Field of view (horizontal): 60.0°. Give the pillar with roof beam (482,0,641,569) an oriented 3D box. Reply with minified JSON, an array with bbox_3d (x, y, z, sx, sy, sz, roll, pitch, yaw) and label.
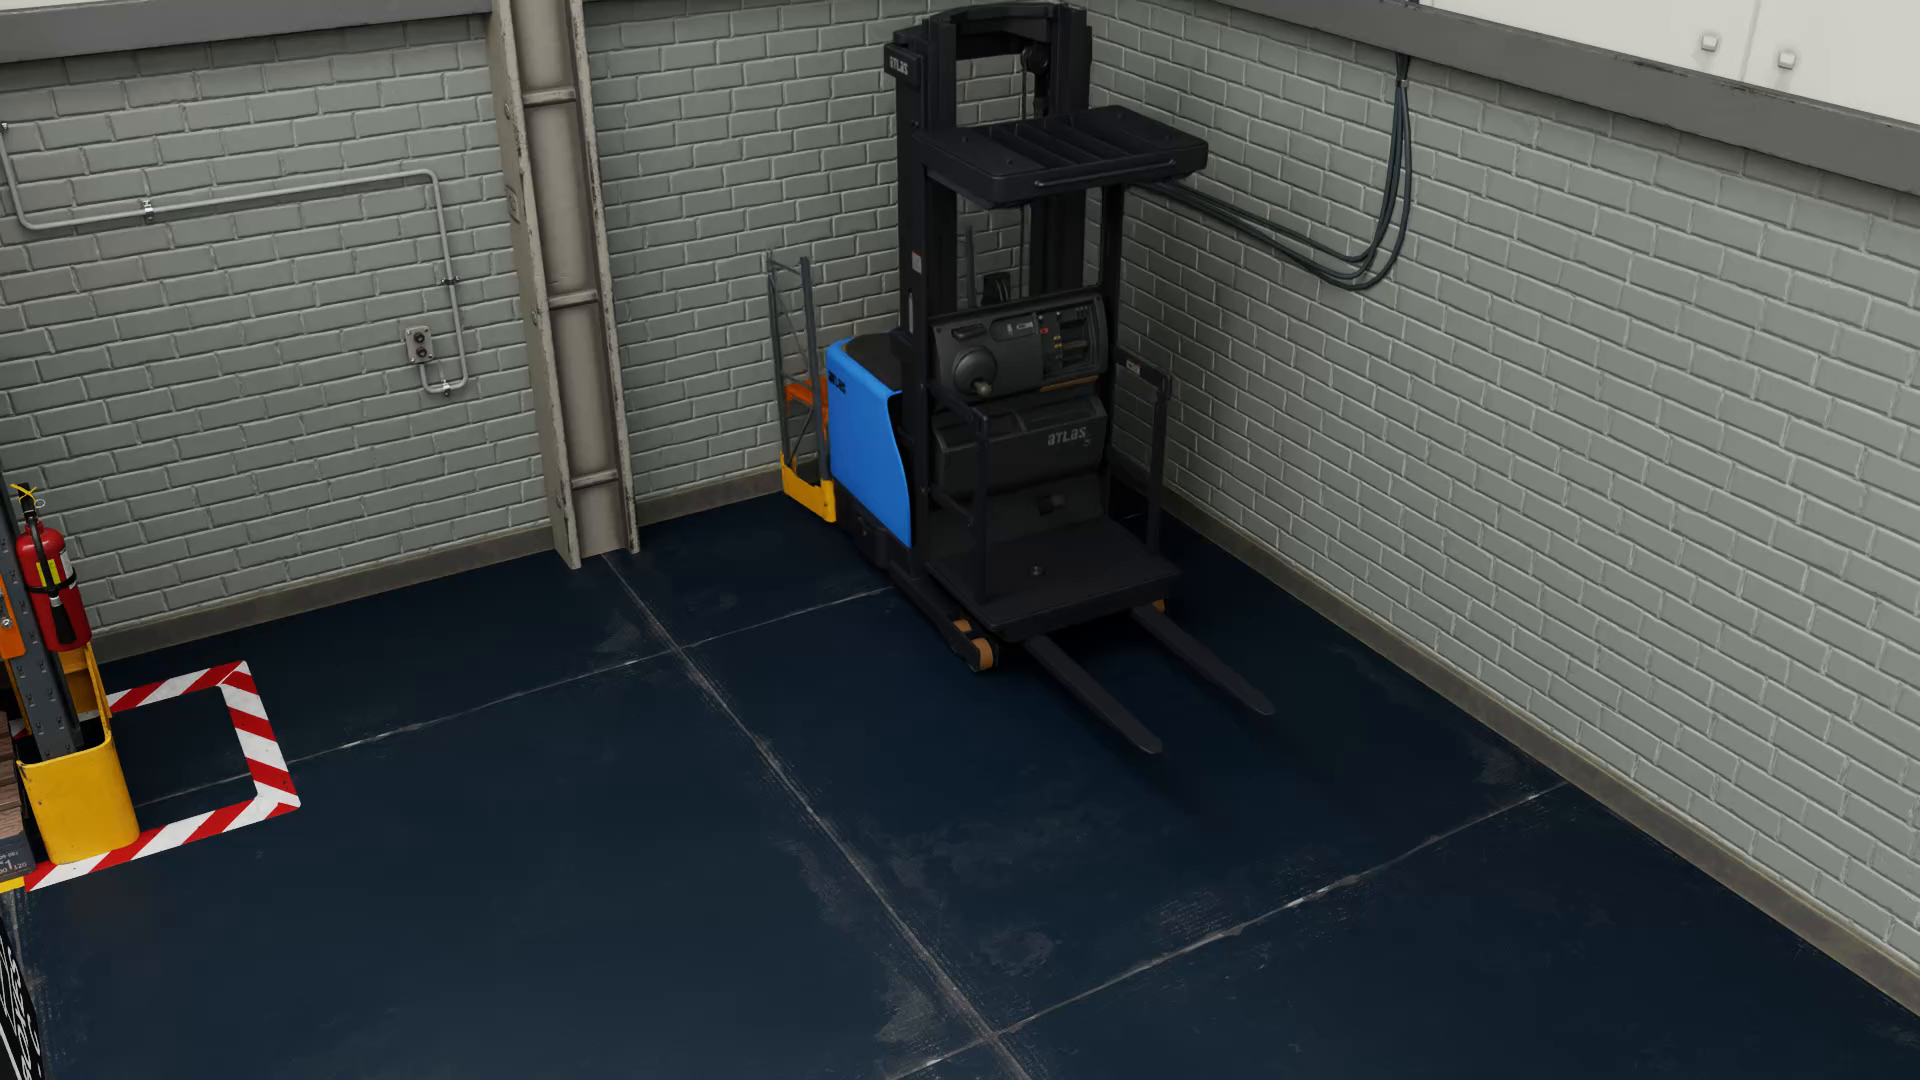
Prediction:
[{"bbox_3d":[0.181,-2.100,3.742,0.400,9.000,9.100,-16,33,-26],"label":"pillar with roof beam"}]

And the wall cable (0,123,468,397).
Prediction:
[{"bbox_3d":[-3.265,-1.398,7.627,1.851,1.984,0.084,-16,33,-26],"label":"wall cable"}]

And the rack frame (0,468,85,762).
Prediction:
[{"bbox_3d":[-3.890,-0.246,6.591,0.127,3.000,1.000,-16,33,-26],"label":"rack frame"}]

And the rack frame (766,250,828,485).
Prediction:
[{"bbox_3d":[-0.902,-0.878,9.223,0.032,1.500,0.500,-17,28,-28],"label":"rack frame"}]

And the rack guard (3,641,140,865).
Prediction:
[{"bbox_3d":[-3.869,0.843,7.205,0.348,0.500,1.175,-16,33,-26],"label":"rack guard"}]

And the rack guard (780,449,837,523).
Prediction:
[{"bbox_3d":[-0.856,-0.313,9.488,0.087,0.250,0.587,-17,28,-28],"label":"rack guard"}]

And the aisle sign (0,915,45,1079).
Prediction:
[{"bbox_3d":[-1.467,0.540,2.477,0.004,0.787,0.394,-16,33,-26],"label":"aisle sign"}]

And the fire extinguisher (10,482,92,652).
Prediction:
[{"bbox_3d":[-3.526,0.107,6.418,0.183,0.674,0.296,-16,33,-26],"label":"fire extinguisher"}]

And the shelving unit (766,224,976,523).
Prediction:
[{"bbox_3d":[-0.465,-1.010,9.467,1.083,1.500,0.587,-17,28,-28],"label":"shelving unit"}]

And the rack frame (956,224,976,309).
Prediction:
[{"bbox_3d":[-0.043,-1.138,9.702,0.032,1.500,0.500,-17,28,-28],"label":"rack frame"}]

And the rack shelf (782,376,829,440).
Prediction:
[{"bbox_3d":[-0.464,-0.844,9.536,1.000,0.185,0.538,-17,28,-28],"label":"rack shelf"}]

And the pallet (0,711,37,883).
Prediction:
[{"bbox_3d":[-4.539,1.204,6.851,1.213,0.211,1.003,-16,33,-26],"label":"pallet"}]

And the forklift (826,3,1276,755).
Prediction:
[{"bbox_3d":[0.402,-0.891,7.831,1.130,2.935,3.031,-15,32,-24],"label":"forklift"}]

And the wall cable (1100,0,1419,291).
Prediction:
[{"bbox_3d":[1.168,-2.748,8.130,0.112,2.526,3.097,-16,33,-26],"label":"wall cable"}]

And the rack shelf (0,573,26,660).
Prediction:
[{"bbox_3d":[-5.614,0.559,5.877,4.000,0.370,1.077,-16,33,-26],"label":"rack shelf"}]
